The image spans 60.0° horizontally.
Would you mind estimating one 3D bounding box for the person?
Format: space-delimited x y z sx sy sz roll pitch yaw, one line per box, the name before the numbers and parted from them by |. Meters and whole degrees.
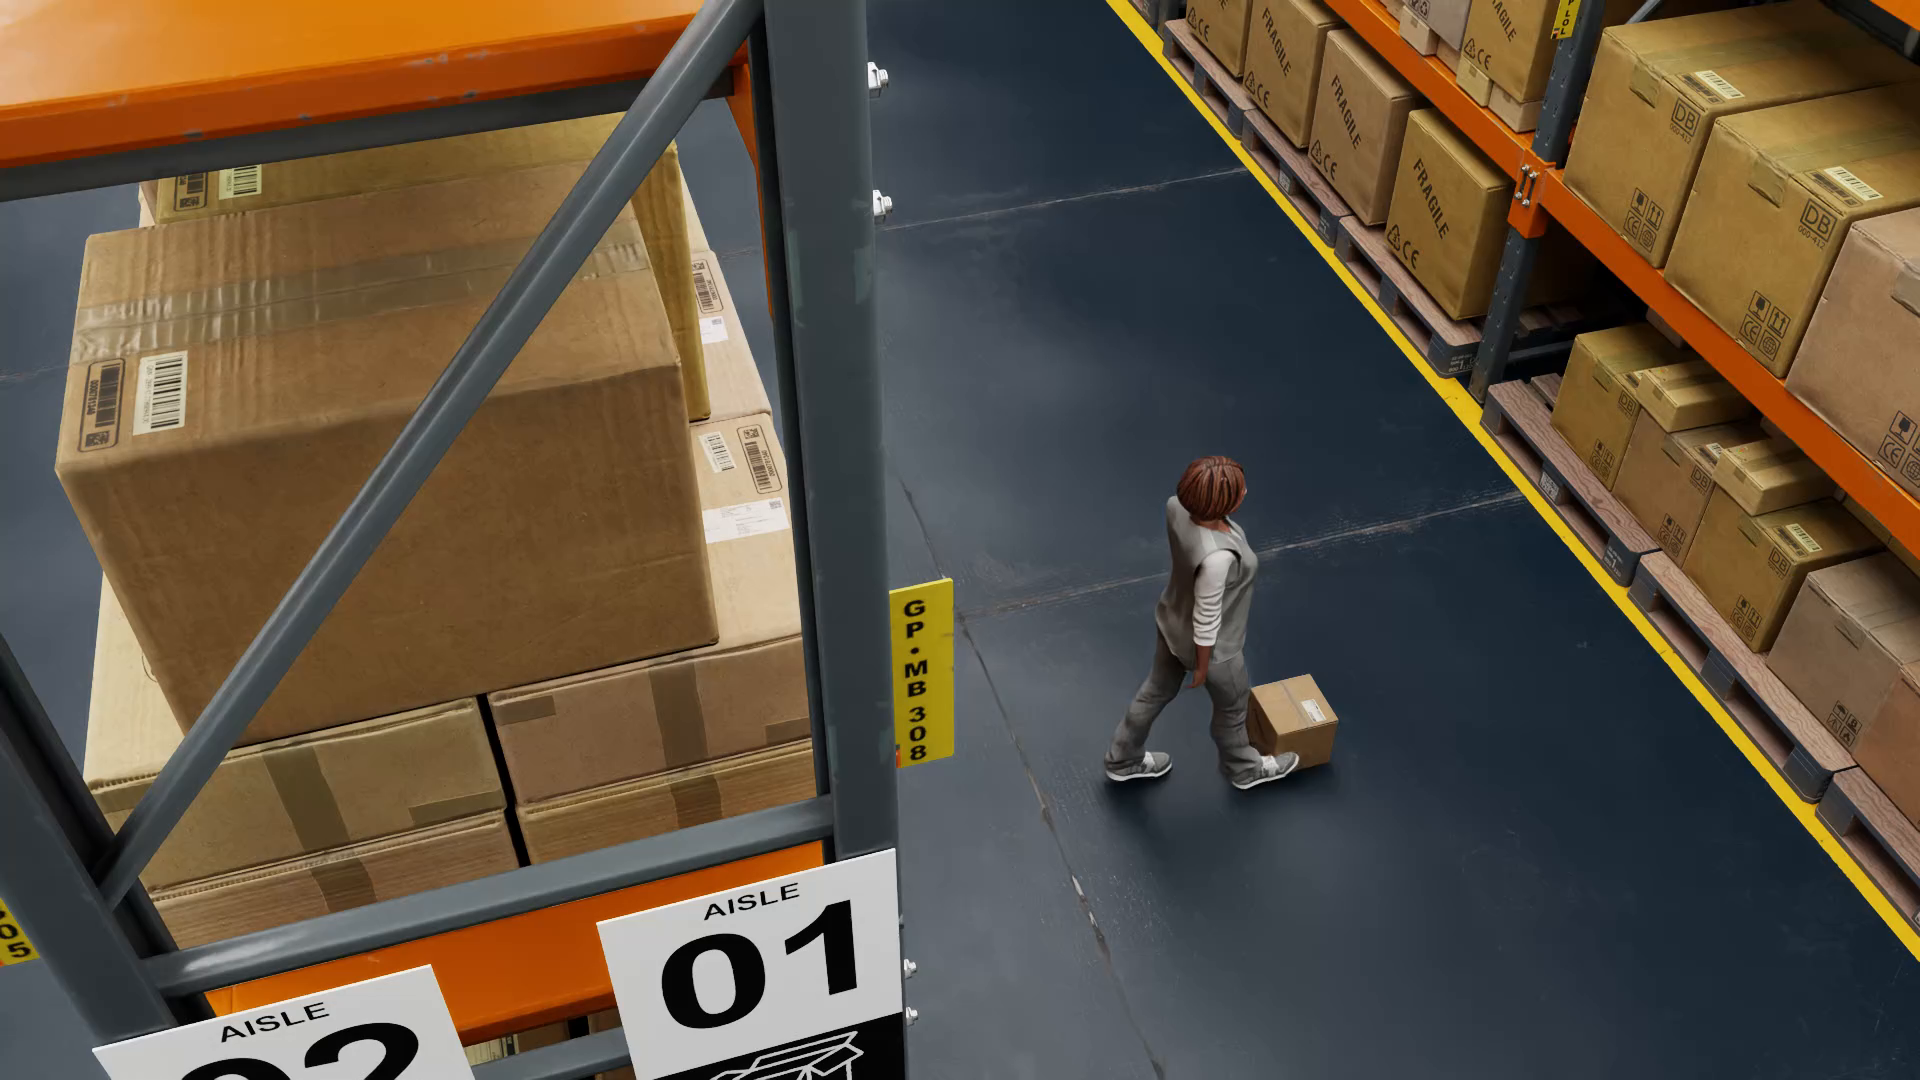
person | 0.899 0.302 5.847 0.722 1.579 0.415 -12 44 -13
